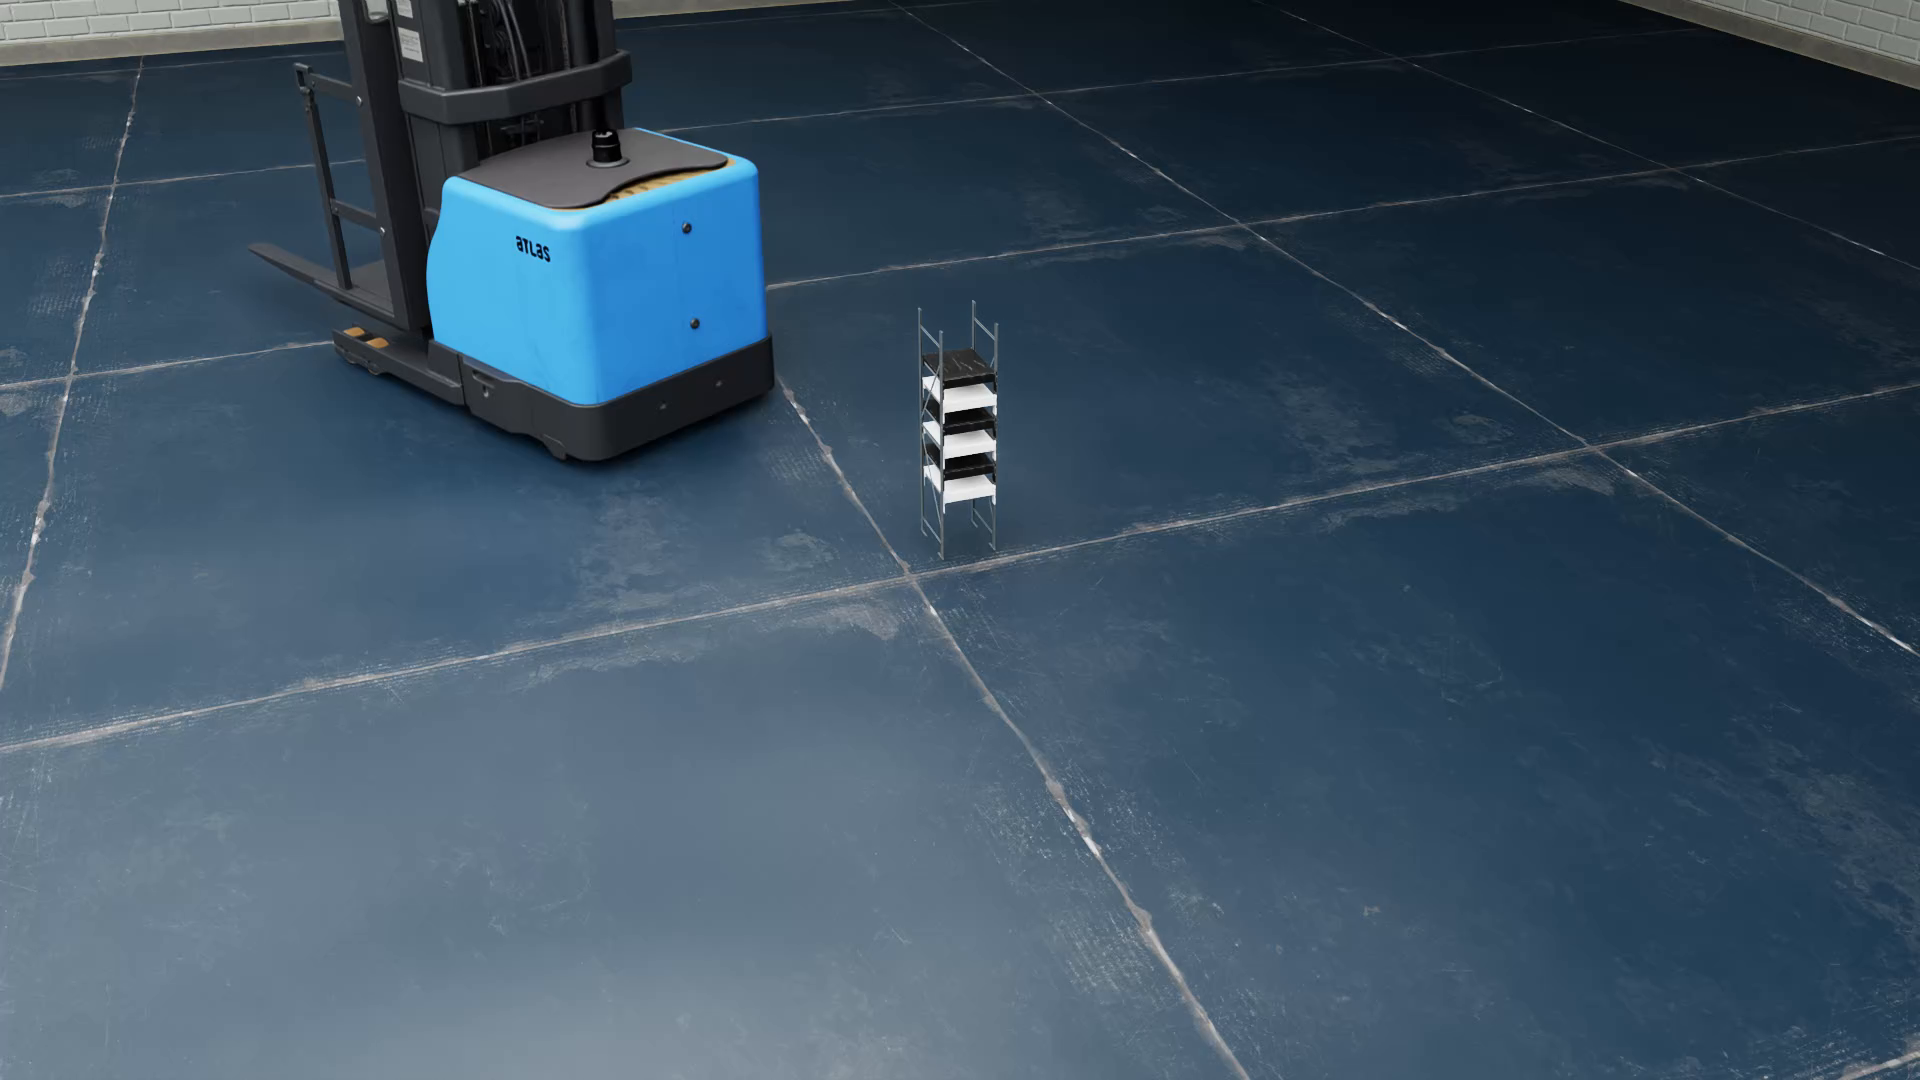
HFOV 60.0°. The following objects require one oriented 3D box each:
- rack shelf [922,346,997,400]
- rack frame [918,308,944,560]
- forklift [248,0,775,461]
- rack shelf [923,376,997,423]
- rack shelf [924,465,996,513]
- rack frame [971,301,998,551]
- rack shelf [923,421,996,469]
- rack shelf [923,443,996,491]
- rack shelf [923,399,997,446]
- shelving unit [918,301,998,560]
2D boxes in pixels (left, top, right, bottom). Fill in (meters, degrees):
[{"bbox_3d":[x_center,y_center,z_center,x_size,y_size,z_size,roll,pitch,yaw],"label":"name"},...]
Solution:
[{"bbox_3d":[-0.008,-0.595,5.908,0.200,0.077,0.258,-10,31,-18],"label":"rack shelf"},{"bbox_3d":[-0.103,-0.372,5.994,0.006,0.900,0.240,-10,31,-18],"label":"rack frame"},{"bbox_3d":[-2.251,-2.196,7.144,3.031,2.935,1.130,24,37,35],"label":"forklift"},{"bbox_3d":[-0.008,-0.517,5.952,0.200,0.077,0.258,-10,31,-18],"label":"rack shelf"},{"bbox_3d":[-0.008,-0.204,6.130,0.200,0.077,0.258,-10,31,-18],"label":"rack shelf"},{"bbox_3d":[0.088,-0.407,6.056,0.006,0.900,0.240,-10,31,-18],"label":"rack frame"},{"bbox_3d":[-0.008,-0.361,6.041,0.200,0.077,0.258,-10,31,-18],"label":"rack shelf"},{"bbox_3d":[-0.008,-0.282,6.086,0.200,0.077,0.258,-10,31,-18],"label":"rack shelf"},{"bbox_3d":[-0.008,-0.439,5.997,0.200,0.077,0.258,-10,31,-18],"label":"rack shelf"},{"bbox_3d":[-0.008,-0.390,6.025,0.210,0.900,0.258,-10,31,-18],"label":"shelving unit"}]
